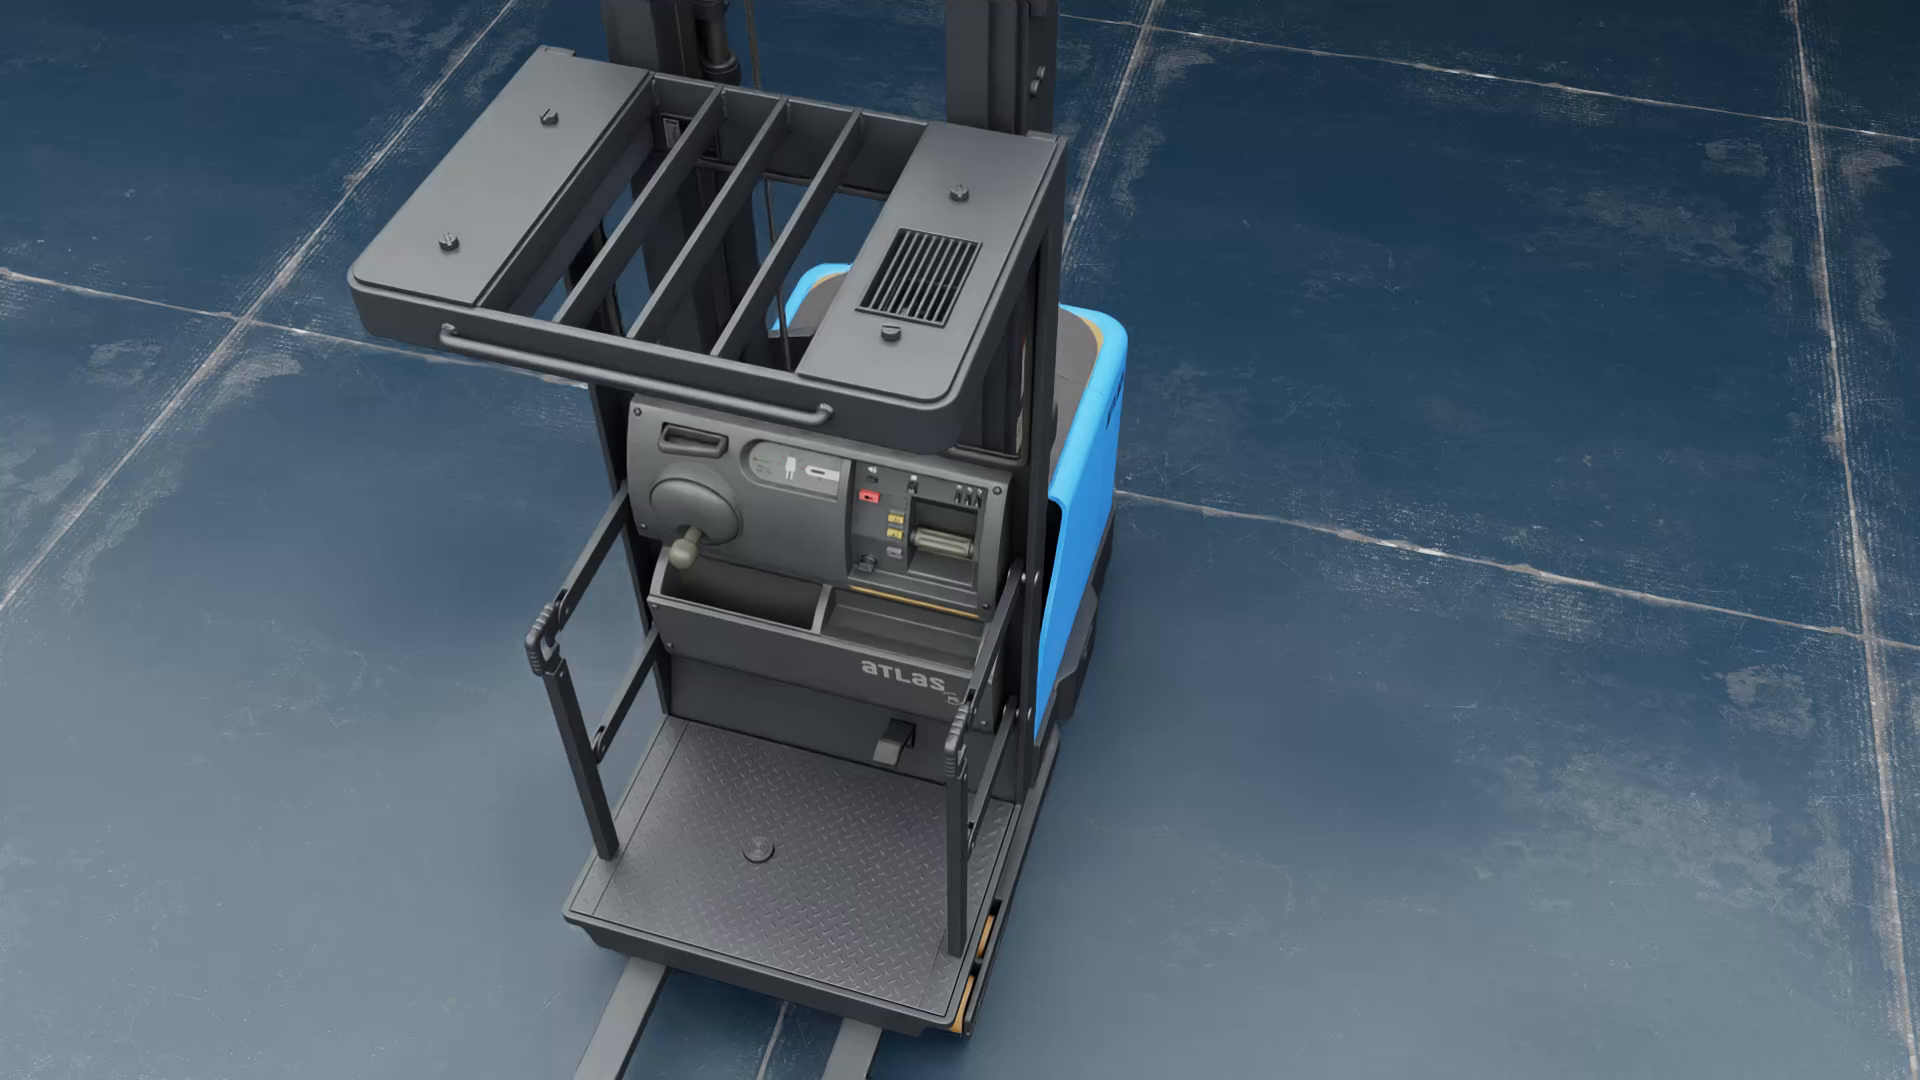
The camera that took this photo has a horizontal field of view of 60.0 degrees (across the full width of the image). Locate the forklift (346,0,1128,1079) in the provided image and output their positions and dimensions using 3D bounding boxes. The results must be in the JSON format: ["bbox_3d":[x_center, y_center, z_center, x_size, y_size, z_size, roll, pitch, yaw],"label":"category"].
[{"bbox_3d":[-0.404,0.033,3.766,1.130,2.935,3.031,13,50,11],"label":"forklift"}]
